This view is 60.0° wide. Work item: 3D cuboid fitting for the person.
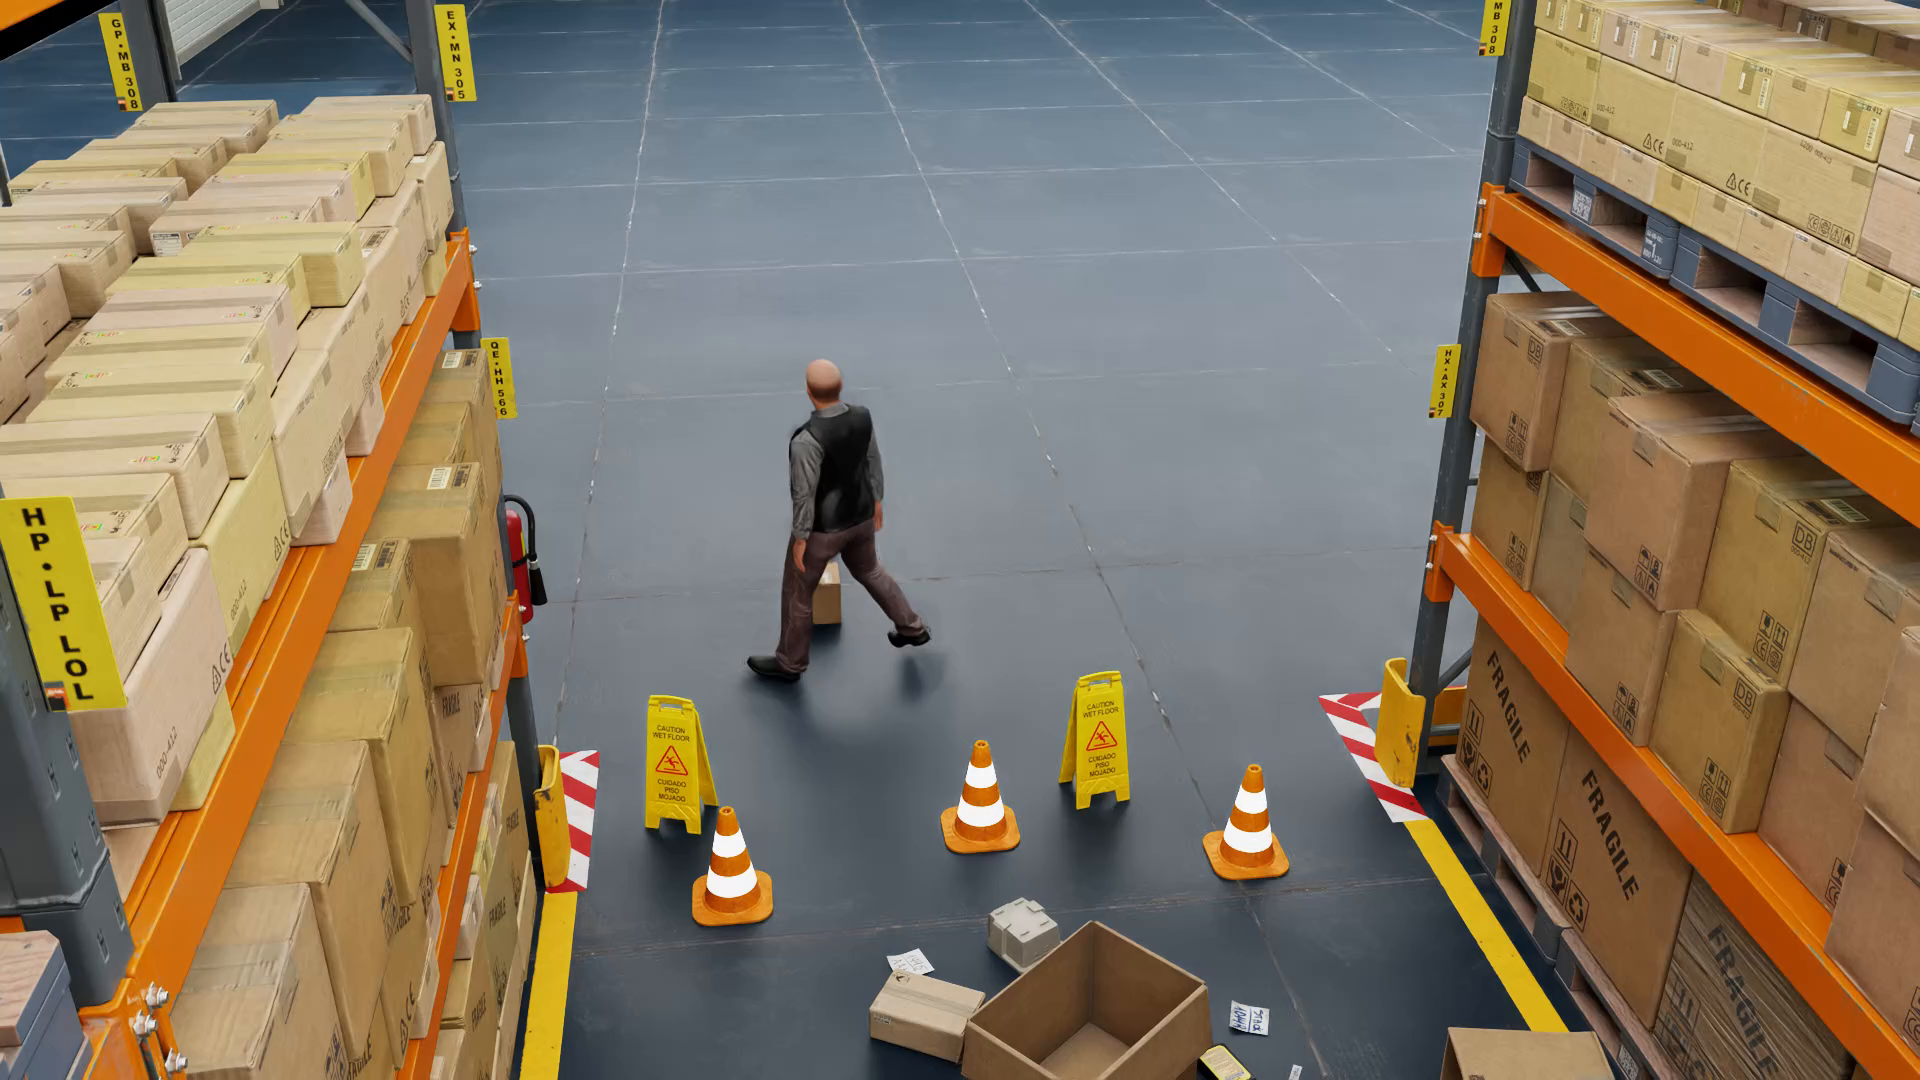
[{"bbox_3d":[-0.622,-0.096,8.353,0.699,1.710,0.749,21,34,35],"label":"person"}]
